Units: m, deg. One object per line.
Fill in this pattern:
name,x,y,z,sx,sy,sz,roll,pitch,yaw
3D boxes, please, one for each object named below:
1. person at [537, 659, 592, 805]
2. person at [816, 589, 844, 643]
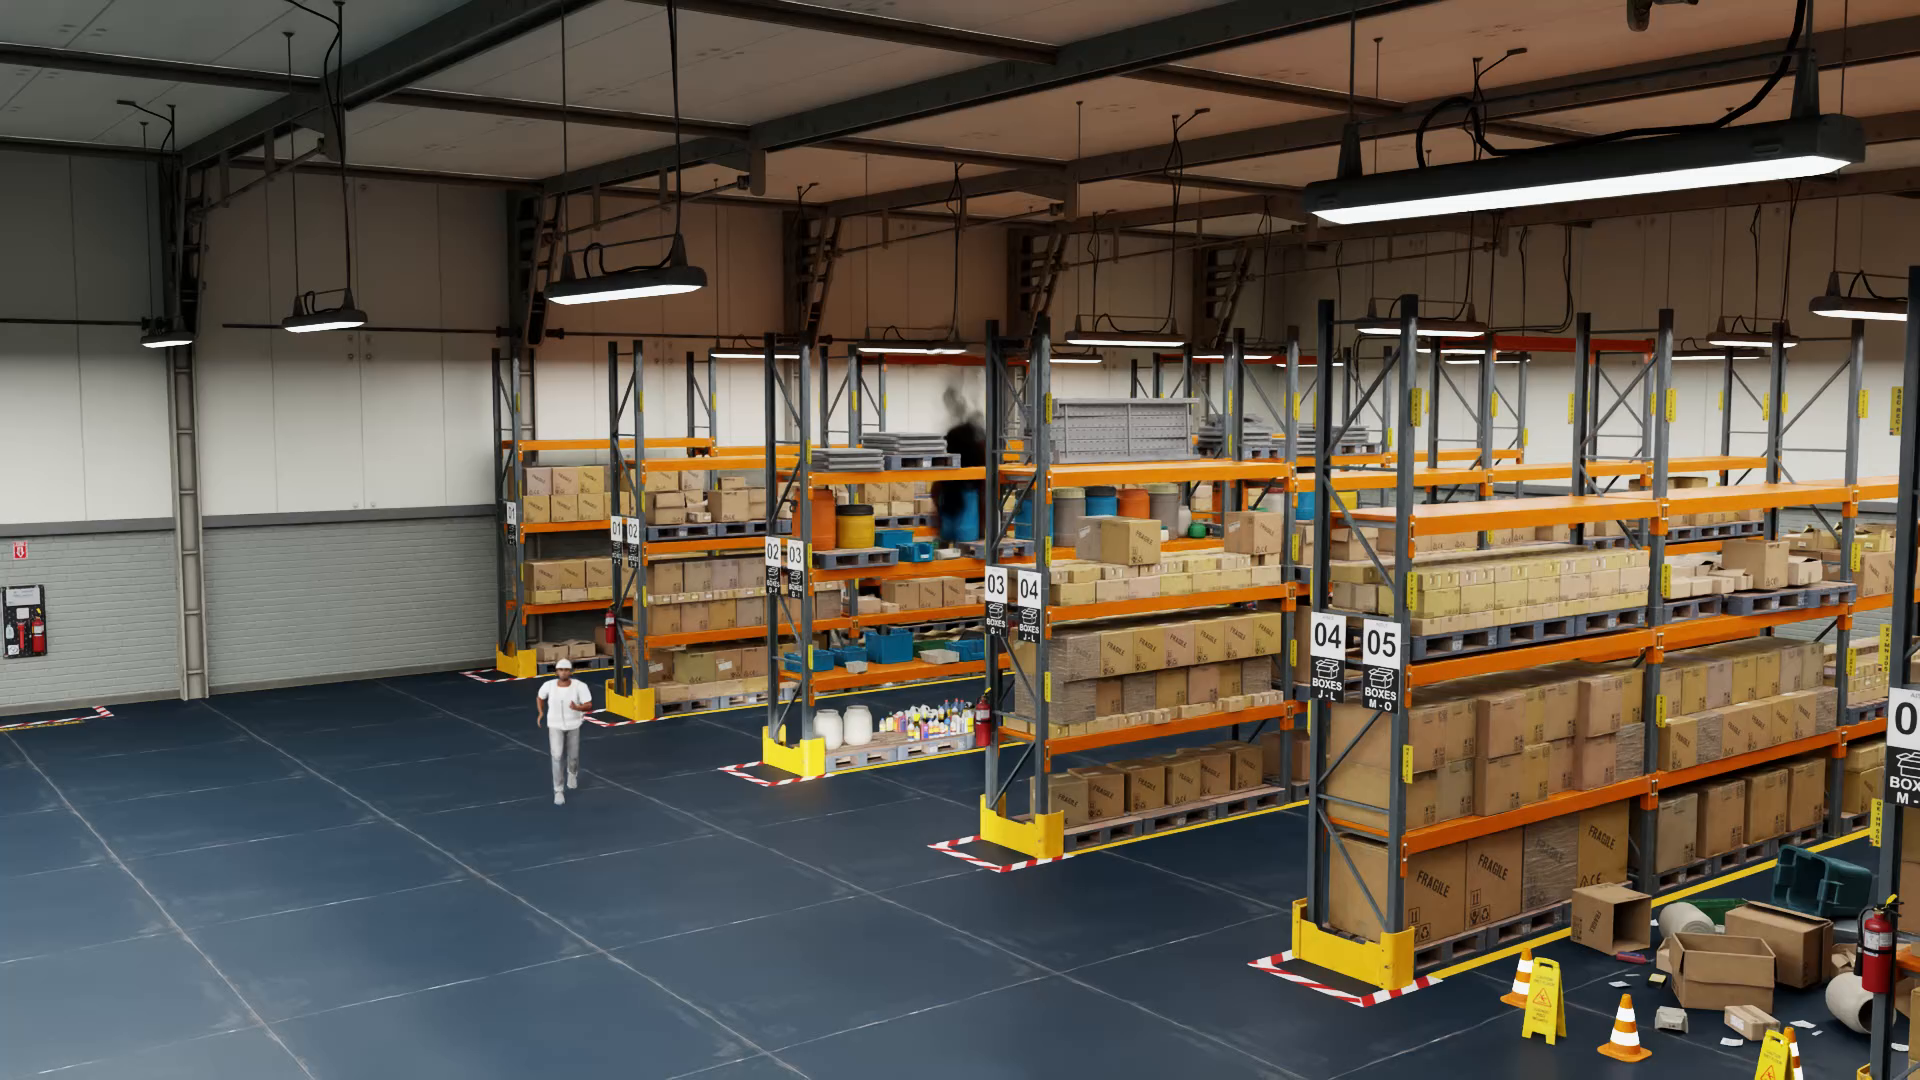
person,-5.044,2.397,21.215,0.685,1.780,0.945,-1,5,-13
person,-2.435,1.505,31.604,0.801,1.841,0.682,-4,7,-40
